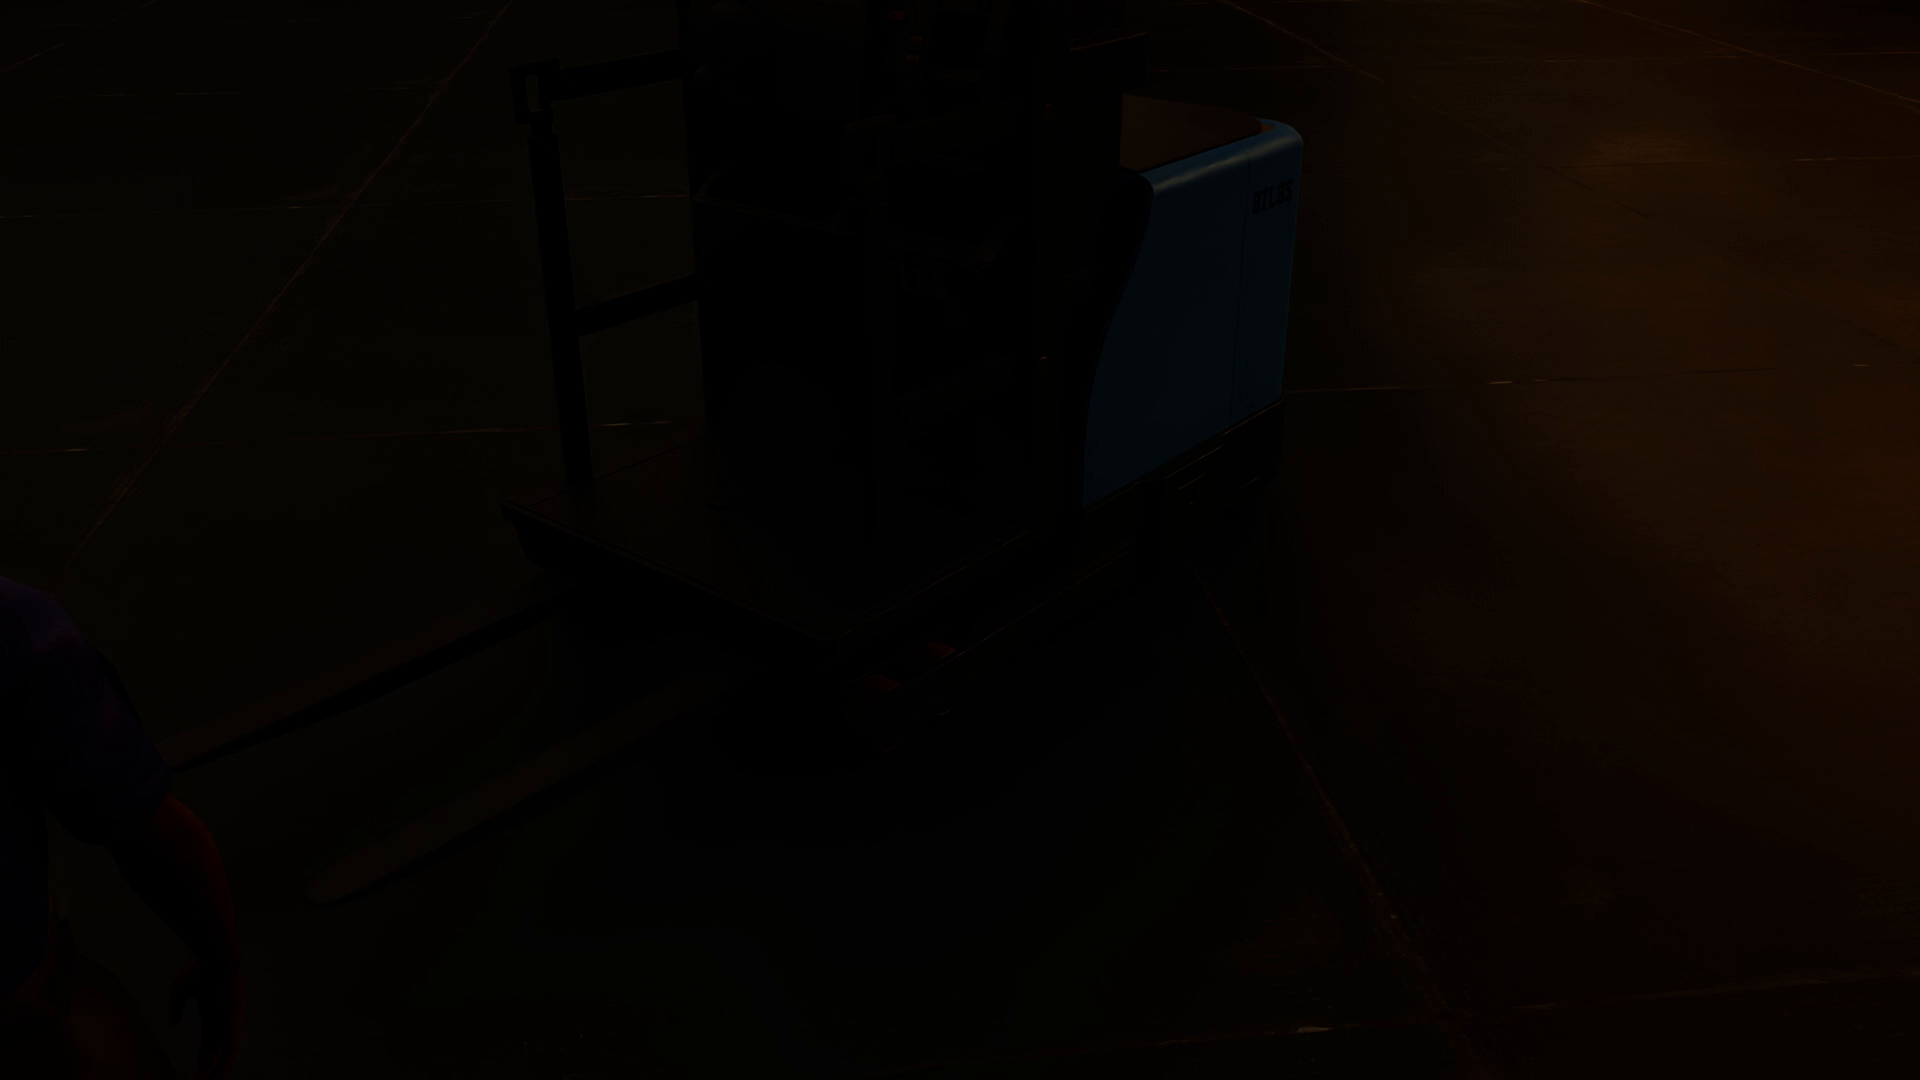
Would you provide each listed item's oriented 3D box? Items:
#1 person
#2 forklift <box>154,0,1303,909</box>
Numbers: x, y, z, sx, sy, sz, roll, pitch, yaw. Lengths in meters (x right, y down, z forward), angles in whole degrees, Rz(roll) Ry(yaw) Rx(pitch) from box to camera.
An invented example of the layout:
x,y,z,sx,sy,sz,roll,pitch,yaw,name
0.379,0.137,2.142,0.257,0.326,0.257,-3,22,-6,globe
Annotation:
x,y,z,sx,sy,sz,roll,pitch,yaw,name
-1.035,0.513,1.661,0.573,1.651,0.536,-19,32,-34,person
-0.386,-1.101,3.514,1.130,2.935,3.031,19,32,35,forklift
